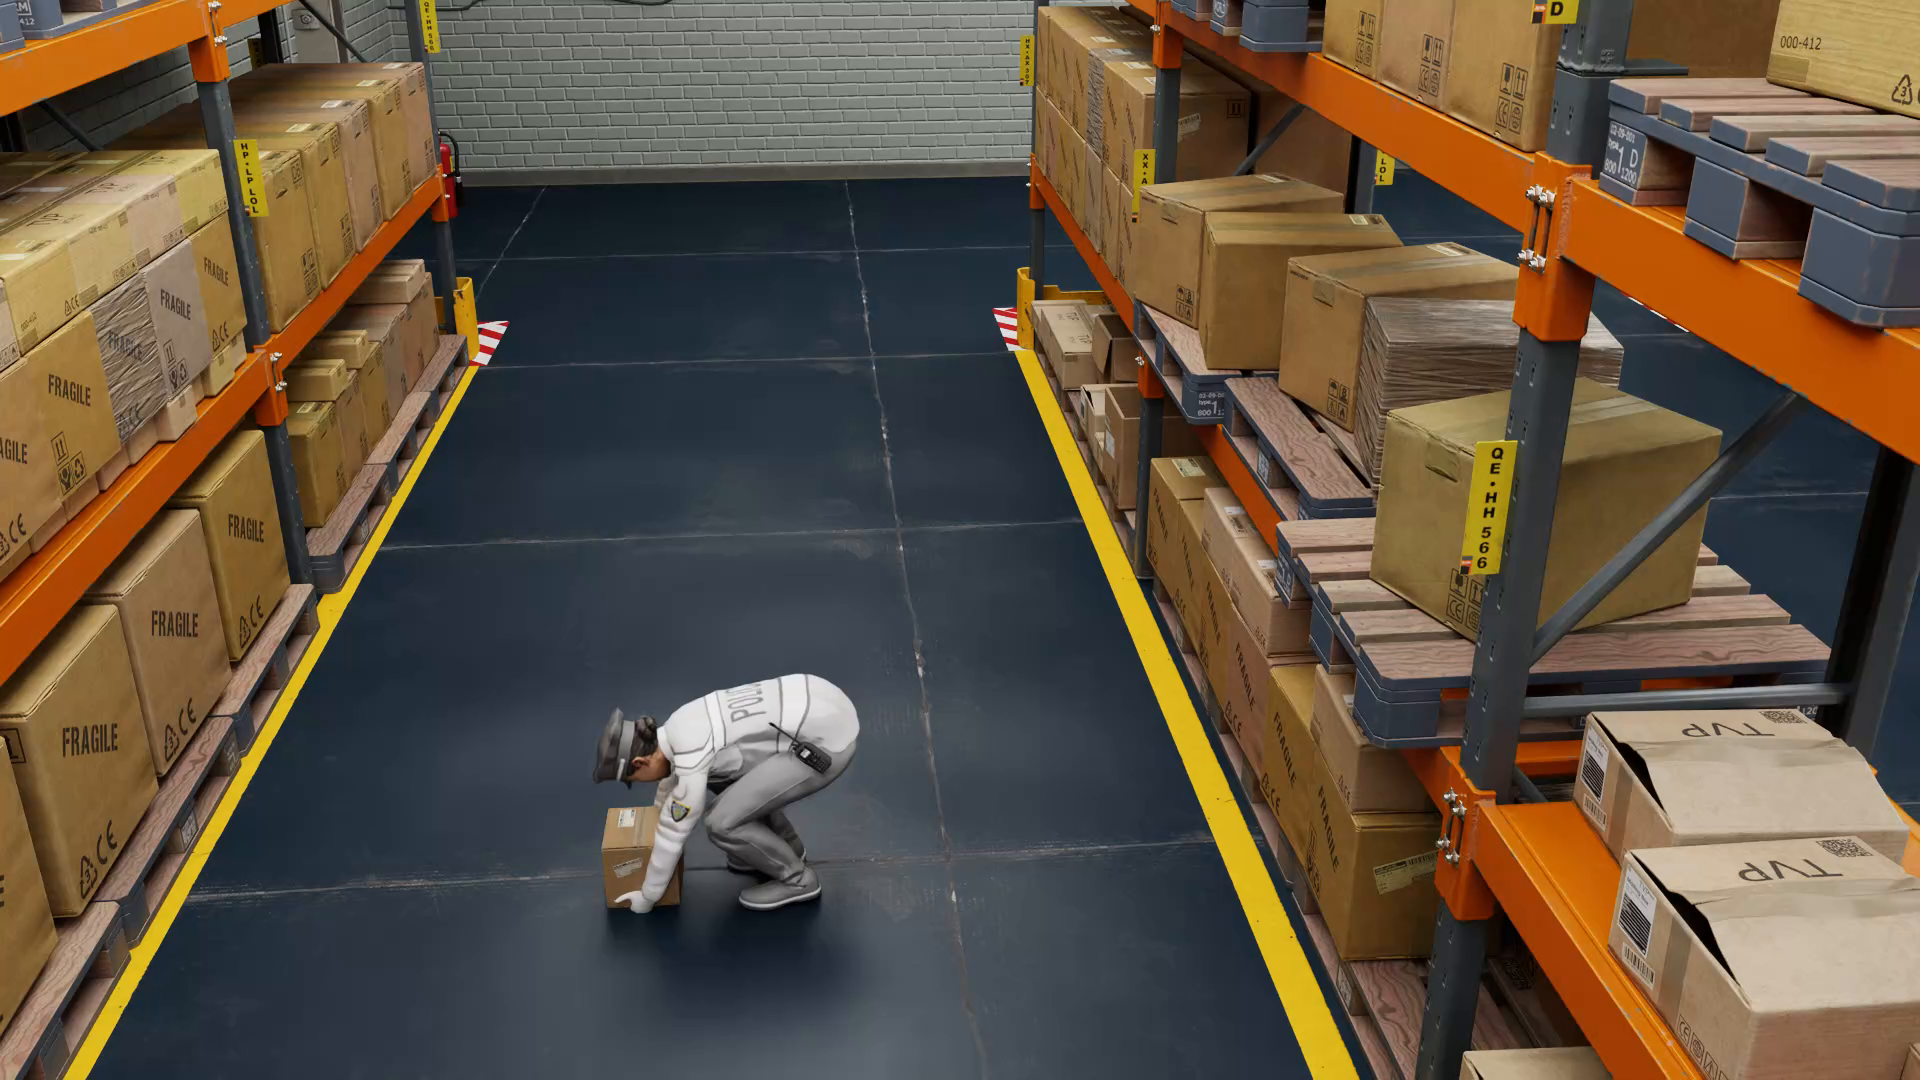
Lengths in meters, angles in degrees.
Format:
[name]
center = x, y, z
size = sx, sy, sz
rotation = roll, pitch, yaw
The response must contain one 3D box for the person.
[person]
center = -0.796, 0.880, 5.749
size = 0.908, 0.791, 0.457
rotation = -3, 24, -7
